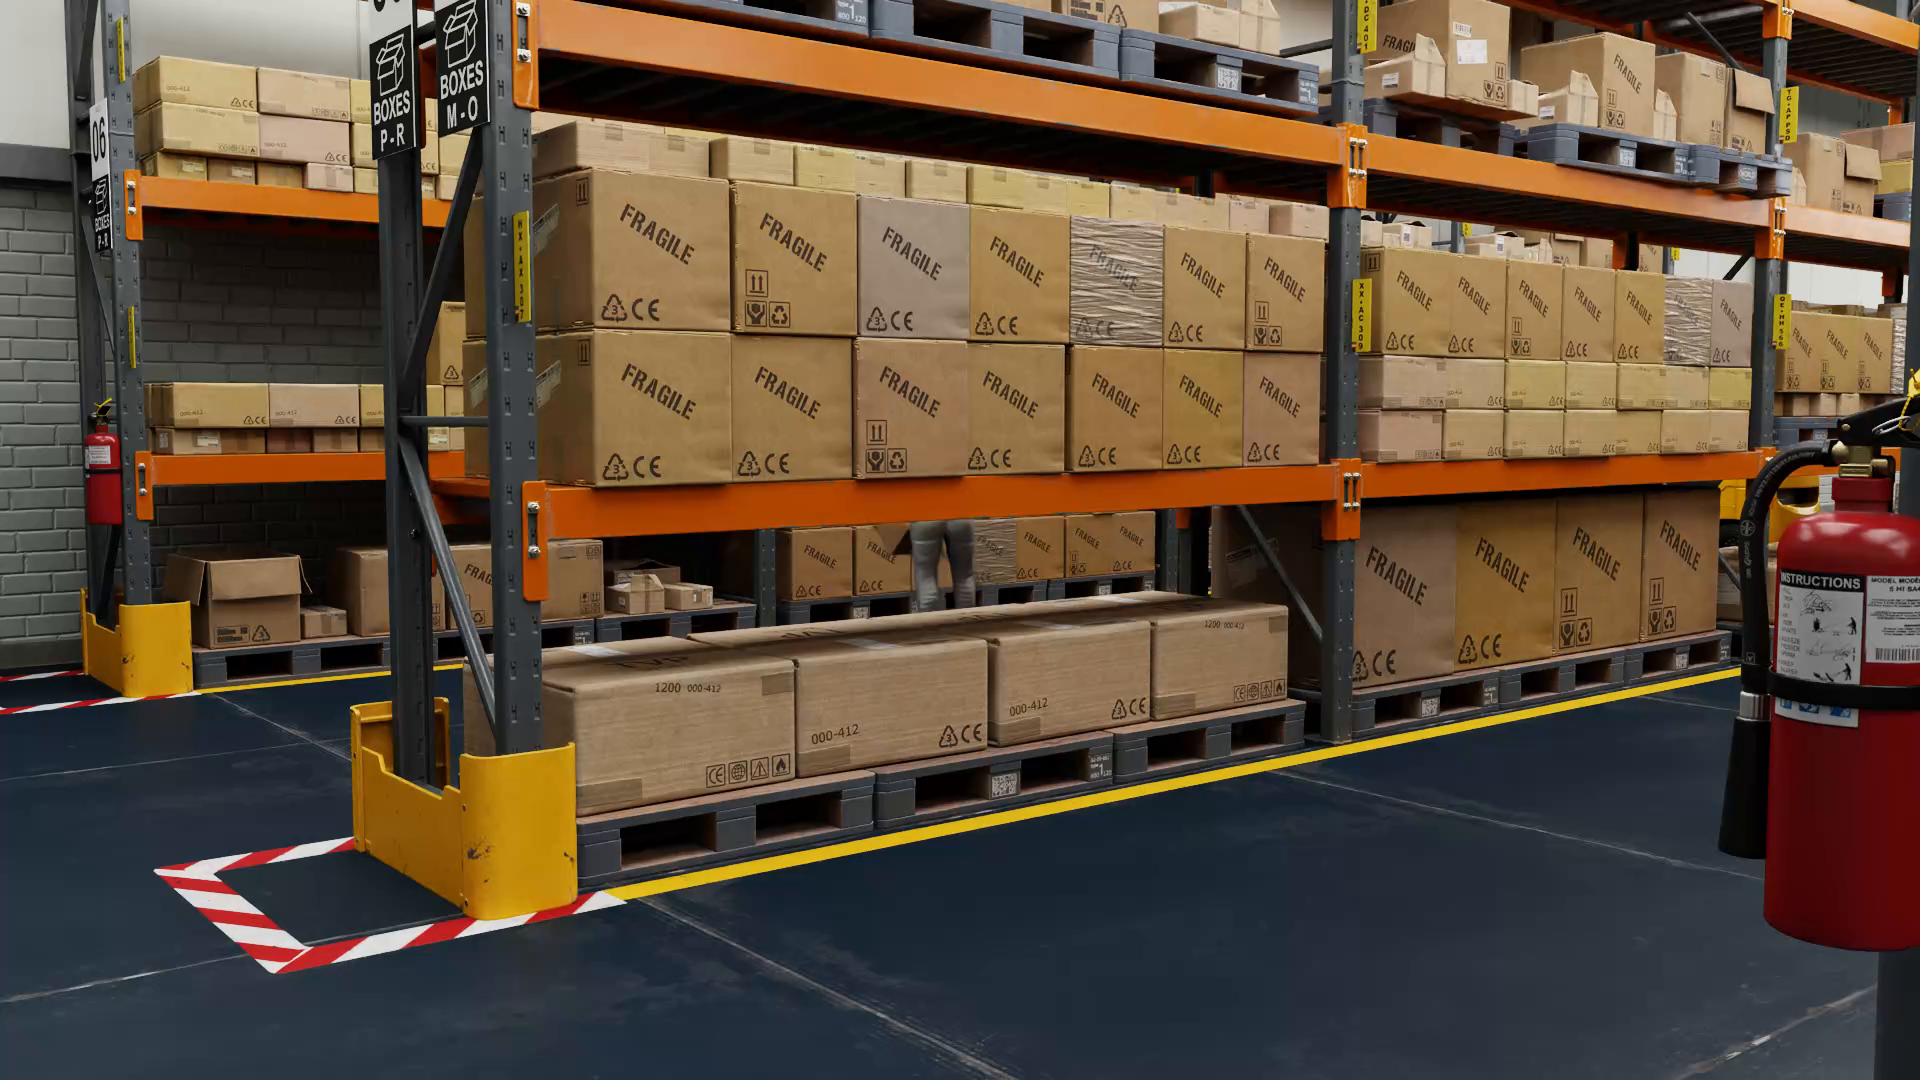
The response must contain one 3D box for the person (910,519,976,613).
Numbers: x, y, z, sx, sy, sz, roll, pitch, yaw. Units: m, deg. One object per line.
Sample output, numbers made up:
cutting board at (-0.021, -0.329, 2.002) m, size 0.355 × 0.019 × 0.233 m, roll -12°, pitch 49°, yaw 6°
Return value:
person at (-0.134, -0.117, 10.640) m, size 0.509 × 1.669 × 0.502 m, roll -1°, pitch 4°, yaw -11°
